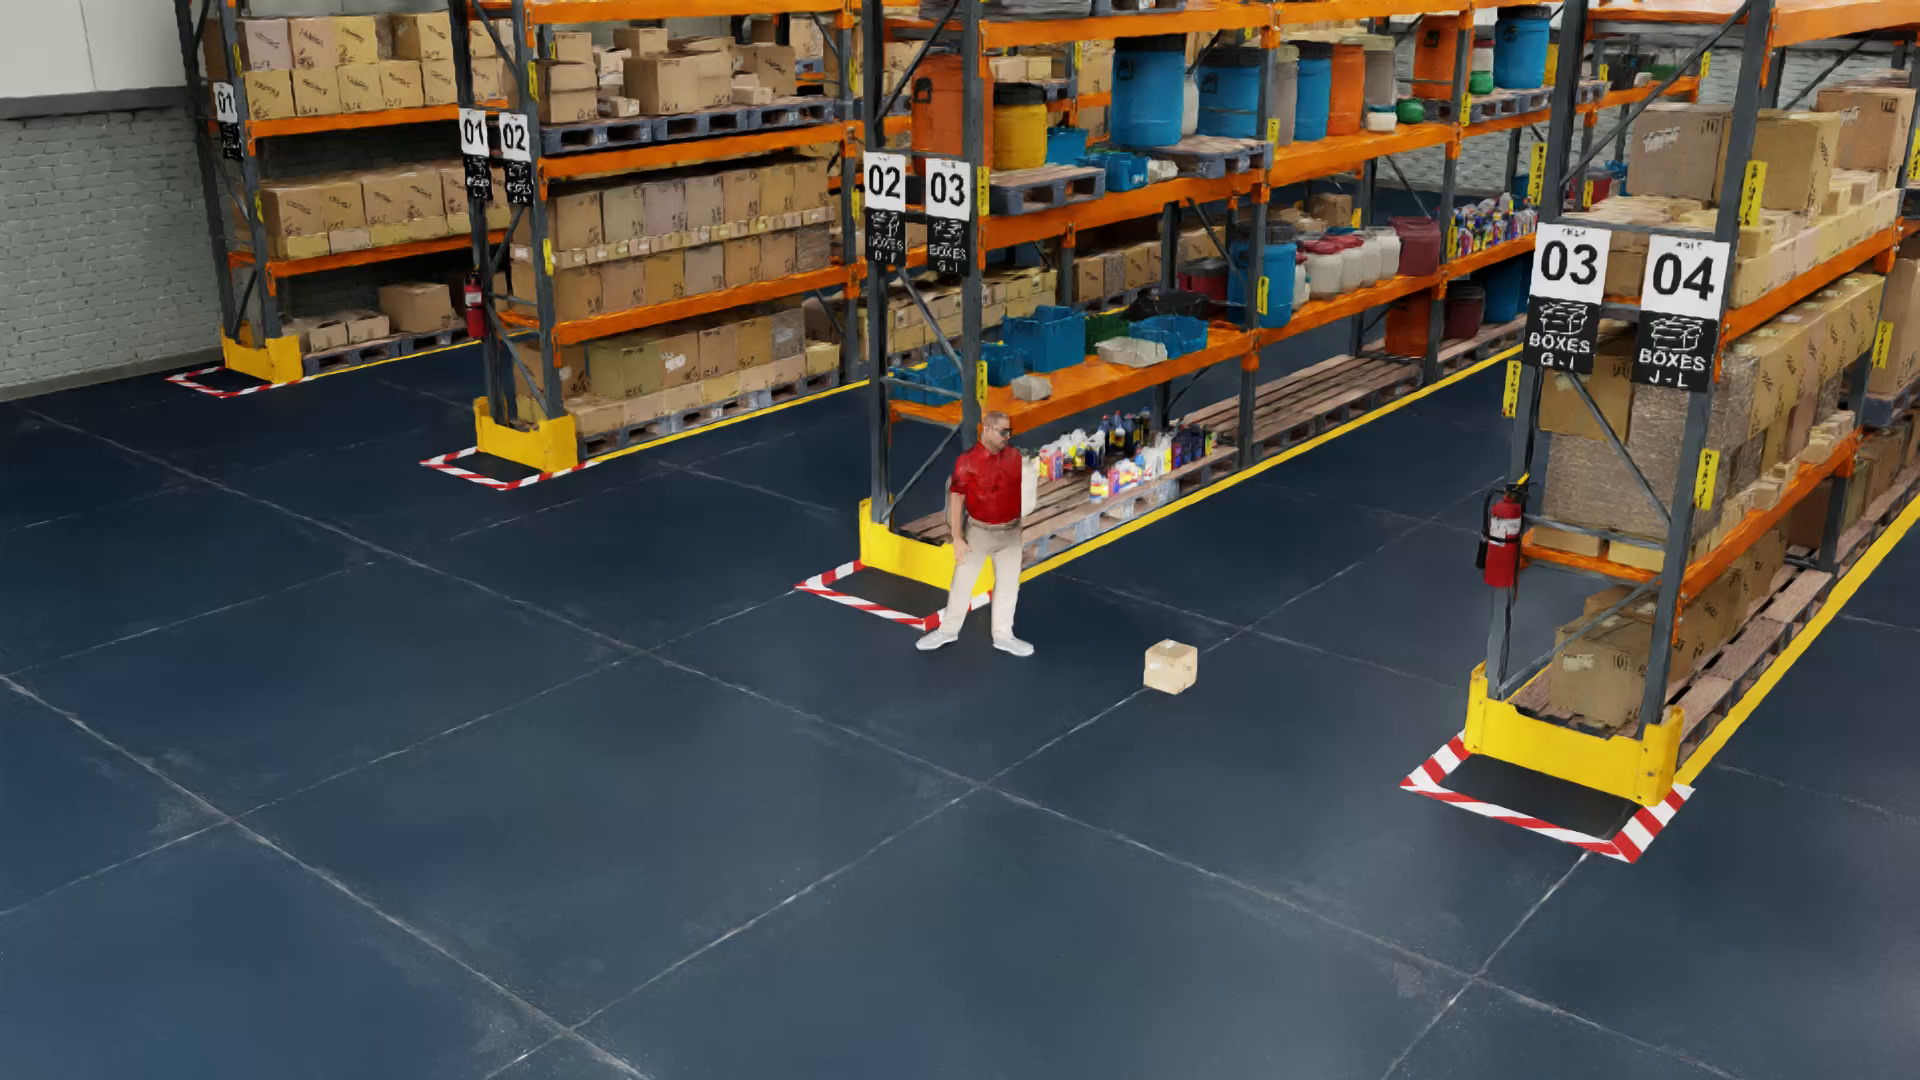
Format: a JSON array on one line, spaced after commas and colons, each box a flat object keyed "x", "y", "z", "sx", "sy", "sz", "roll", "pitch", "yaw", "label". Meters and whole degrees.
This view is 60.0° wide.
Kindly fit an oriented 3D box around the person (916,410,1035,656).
[{"x": 0.099, "y": -0.038, "z": 11.202, "sx": 0.722, "sy": 1.723, "sz": 0.501, "roll": -9, "pitch": 22, "yaw": -24, "label": "person"}]
